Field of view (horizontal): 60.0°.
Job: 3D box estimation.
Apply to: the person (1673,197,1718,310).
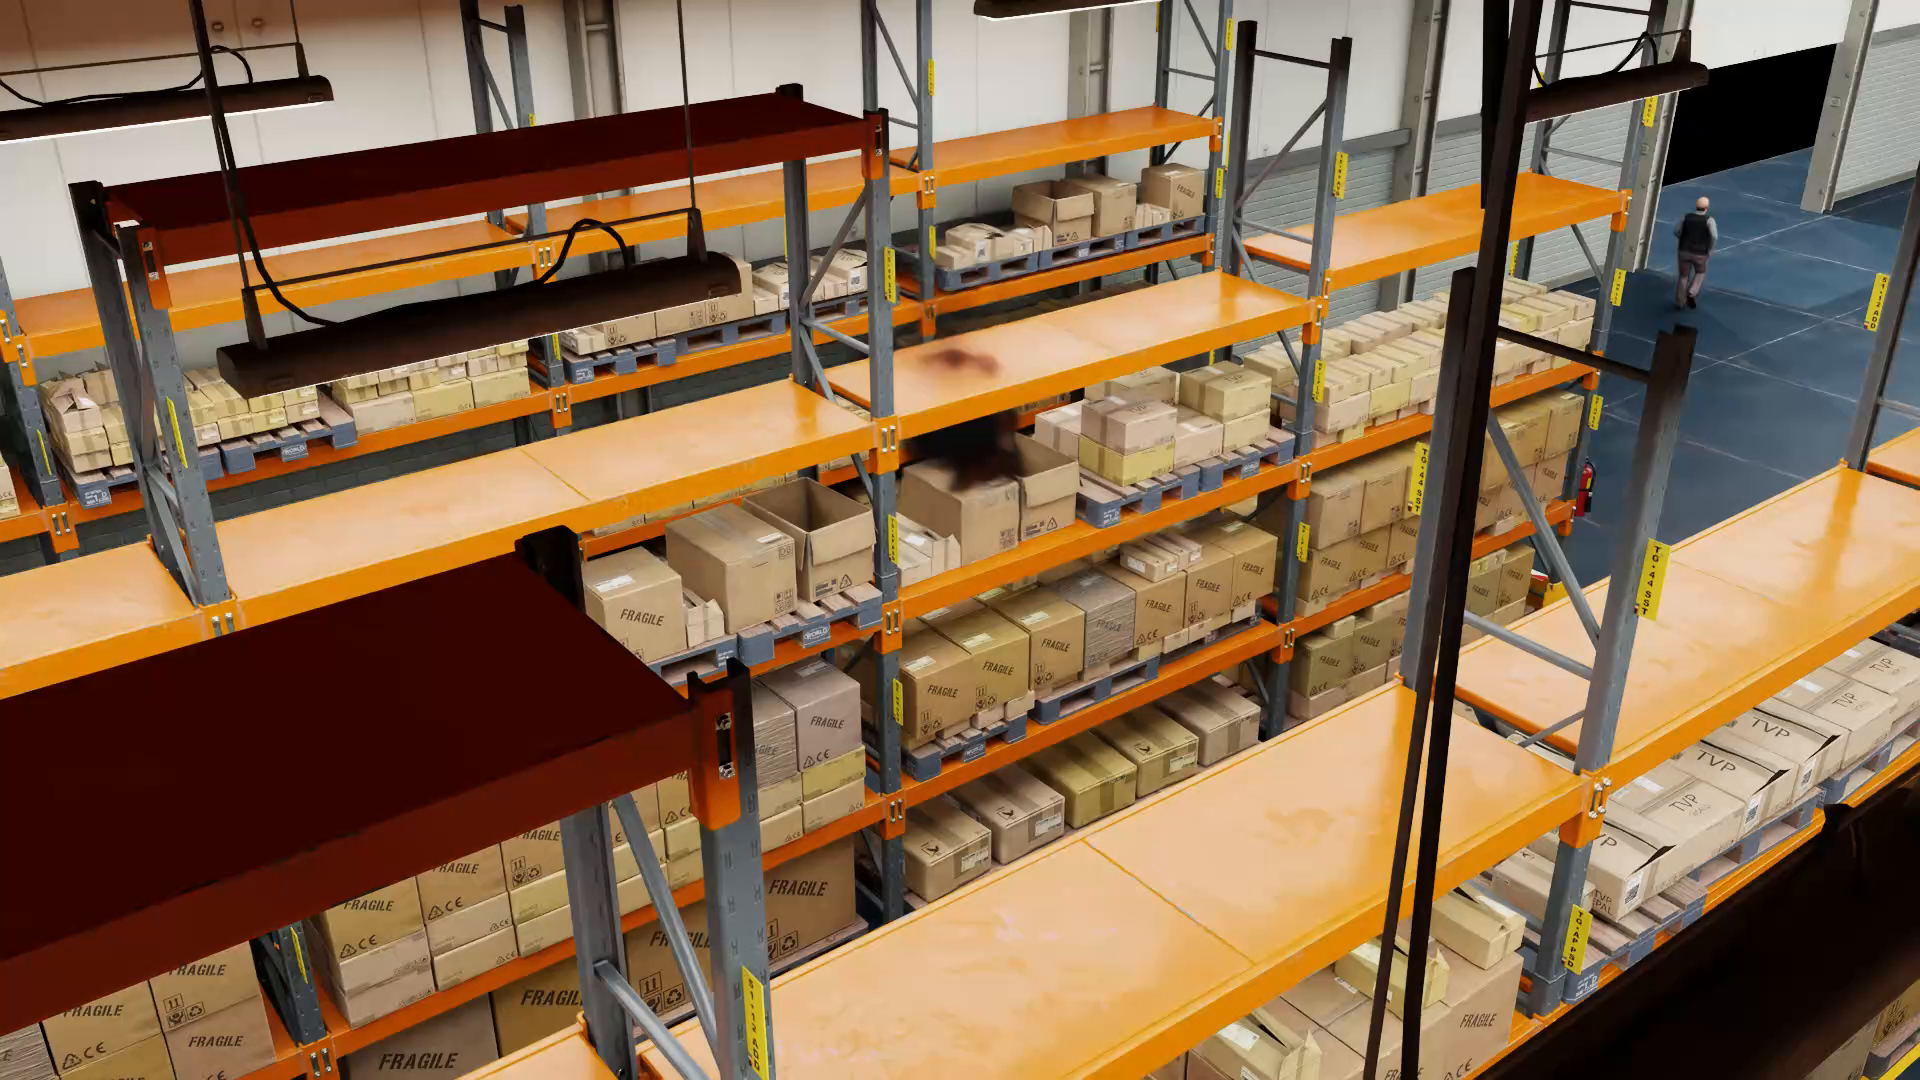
[{"bbox_3d":[11.037,-4.324,25.011,0.667,1.688,0.601,17,31,30],"label":"person"}]
